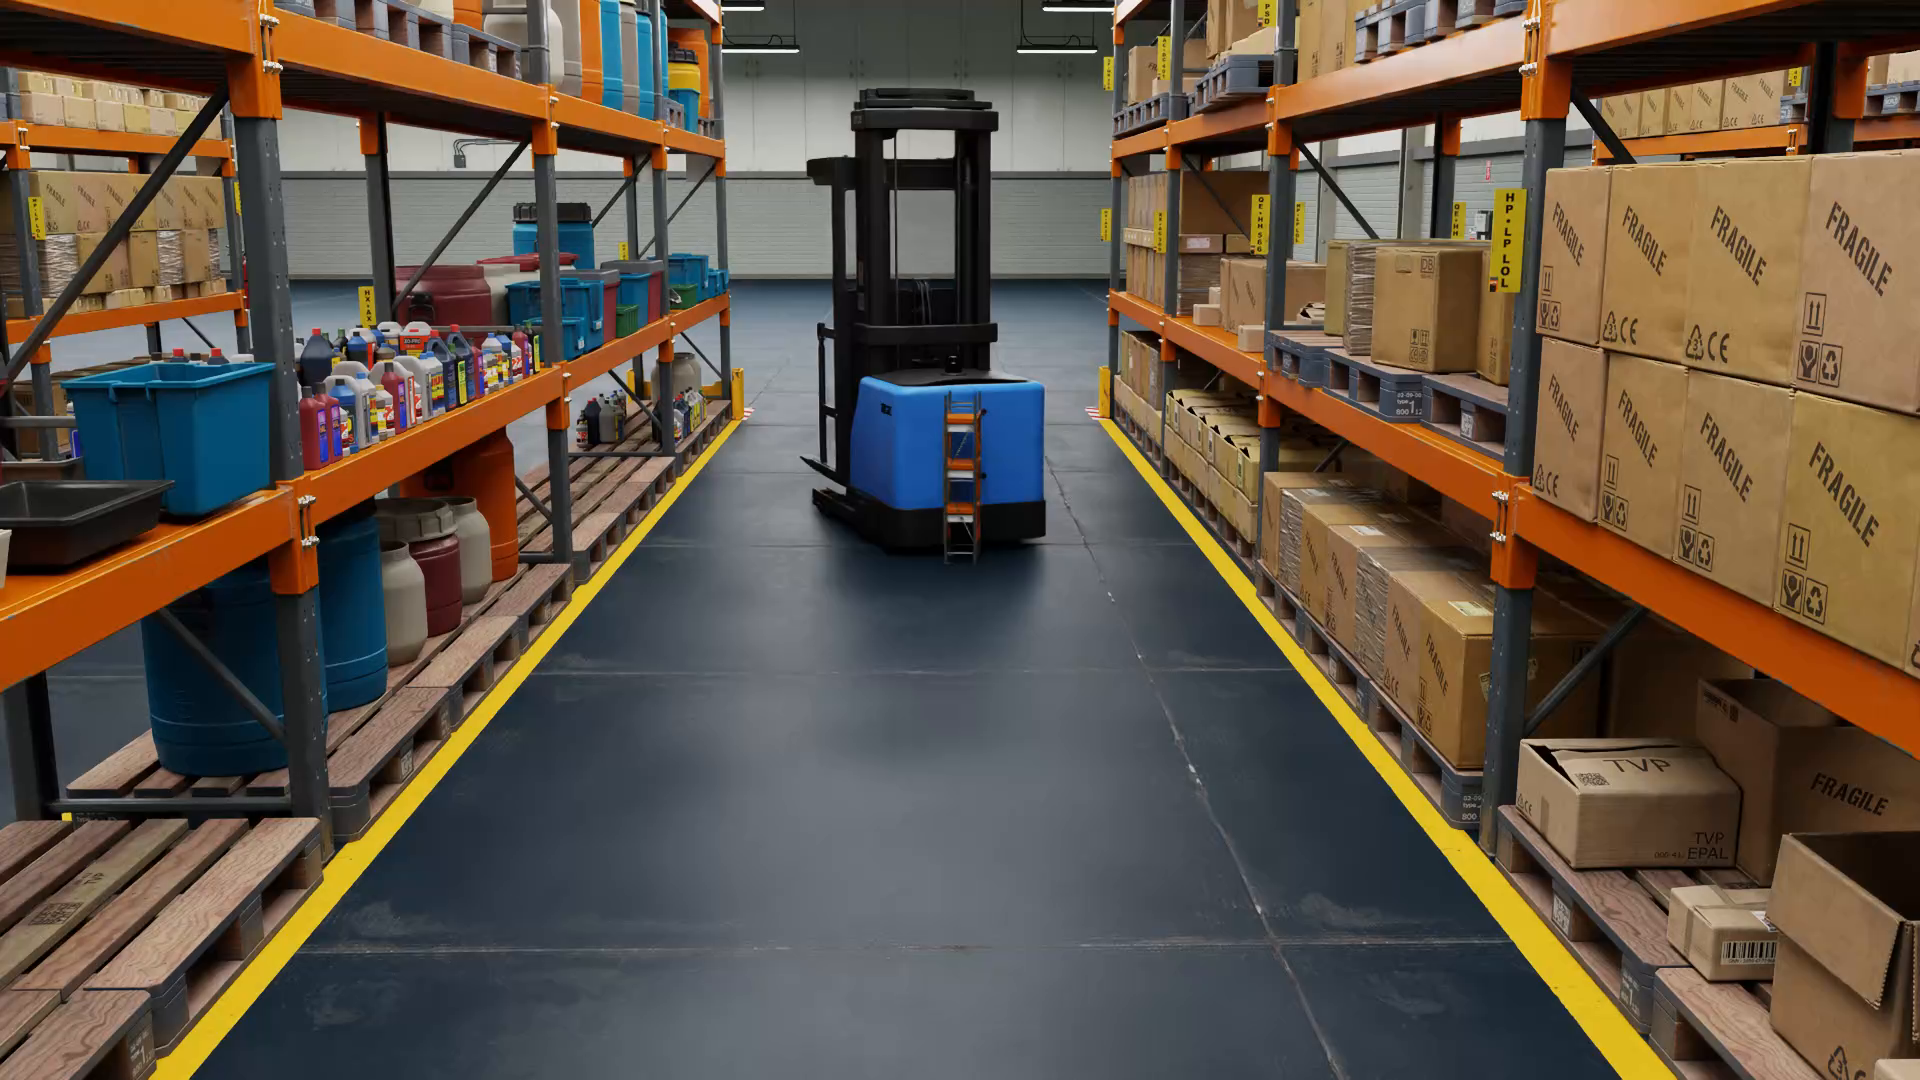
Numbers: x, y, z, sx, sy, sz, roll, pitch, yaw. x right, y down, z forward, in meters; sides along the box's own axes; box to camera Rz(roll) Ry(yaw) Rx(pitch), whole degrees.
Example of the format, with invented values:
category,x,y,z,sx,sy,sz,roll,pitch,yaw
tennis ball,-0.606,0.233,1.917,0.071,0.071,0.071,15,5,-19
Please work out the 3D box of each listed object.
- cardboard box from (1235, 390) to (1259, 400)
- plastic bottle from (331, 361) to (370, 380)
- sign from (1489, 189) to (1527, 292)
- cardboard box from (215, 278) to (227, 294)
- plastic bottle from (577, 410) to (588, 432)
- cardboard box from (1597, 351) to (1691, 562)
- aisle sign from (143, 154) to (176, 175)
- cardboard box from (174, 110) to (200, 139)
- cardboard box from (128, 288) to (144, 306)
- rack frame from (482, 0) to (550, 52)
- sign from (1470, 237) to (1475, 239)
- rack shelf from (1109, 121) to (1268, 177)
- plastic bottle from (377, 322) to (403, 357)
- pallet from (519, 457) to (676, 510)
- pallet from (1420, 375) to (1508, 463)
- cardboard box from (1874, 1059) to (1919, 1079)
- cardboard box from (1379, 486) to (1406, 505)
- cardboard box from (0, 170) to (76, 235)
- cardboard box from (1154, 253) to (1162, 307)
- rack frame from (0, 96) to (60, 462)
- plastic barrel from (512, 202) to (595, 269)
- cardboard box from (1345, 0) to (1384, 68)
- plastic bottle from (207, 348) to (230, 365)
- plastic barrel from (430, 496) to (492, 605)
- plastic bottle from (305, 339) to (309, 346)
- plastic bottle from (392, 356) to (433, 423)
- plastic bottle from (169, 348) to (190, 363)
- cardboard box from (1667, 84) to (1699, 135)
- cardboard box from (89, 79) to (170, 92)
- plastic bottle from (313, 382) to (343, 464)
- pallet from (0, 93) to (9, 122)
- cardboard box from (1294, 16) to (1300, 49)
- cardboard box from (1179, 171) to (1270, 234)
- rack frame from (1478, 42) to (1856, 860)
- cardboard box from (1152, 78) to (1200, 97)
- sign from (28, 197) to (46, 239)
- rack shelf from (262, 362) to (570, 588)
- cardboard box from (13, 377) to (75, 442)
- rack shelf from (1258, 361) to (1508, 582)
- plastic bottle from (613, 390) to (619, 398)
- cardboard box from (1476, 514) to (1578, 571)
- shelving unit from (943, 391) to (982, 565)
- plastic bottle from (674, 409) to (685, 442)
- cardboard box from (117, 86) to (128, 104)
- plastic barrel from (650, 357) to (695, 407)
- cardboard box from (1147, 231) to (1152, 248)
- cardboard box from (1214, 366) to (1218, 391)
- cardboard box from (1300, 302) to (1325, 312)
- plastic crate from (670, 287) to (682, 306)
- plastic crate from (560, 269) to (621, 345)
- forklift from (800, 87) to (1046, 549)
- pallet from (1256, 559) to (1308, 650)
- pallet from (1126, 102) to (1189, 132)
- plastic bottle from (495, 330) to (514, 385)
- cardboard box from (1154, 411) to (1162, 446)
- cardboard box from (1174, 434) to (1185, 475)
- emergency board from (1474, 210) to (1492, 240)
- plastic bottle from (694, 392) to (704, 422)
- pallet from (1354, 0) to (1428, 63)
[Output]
category,x,y,z,sx,sy,sz,roll,pitch,yaw
cardboard box,2.435,-1.036,13.069,0.500,0.311,0.500,0,11,-1
plastic bottle,-2.447,-0.588,6.727,0.152,0.276,0.135,0,11,-1
sign,1.751,-0.956,5.316,0.100,0.325,0.005,0,11,-1
cardboard box,-7.635,-2.558,16.757,0.380,0.149,0.250,0,11,-1
plastic bottle,-3.152,-0.941,13.879,0.061,0.283,0.133,0,11,2
cardboard box,2.057,-0.237,4.429,0.500,0.500,0.500,0,11,0
aisle sign,-8.148,-4.022,16.803,0.394,0.787,0.004,0,11,-1
cardboard box,-7.570,-3.940,15.767,0.500,0.250,0.500,0,11,-1
cardboard box,-7.512,-2.161,14.799,0.380,0.149,0.250,0,11,-1
rack frame,-2.730,-4.107,8.672,1.000,3.000,0.127,0,11,-1
sign,7.844,-4.475,25.481,0.001,0.329,0.234,0,11,-1
rack shelf,2.099,-3.497,15.017,1.077,0.370,4.000,0,11,-1
plastic bottle,-3.044,-1.019,8.850,0.152,0.276,0.135,0,11,-1
pallet,-2.757,-0.440,12.696,1.003,0.211,1.213,0,11,-1
pallet,2.398,-0.457,6.250,1.003,0.211,1.213,0,11,-1
cardboard box,2.141,1.239,3.215,0.500,0.250,0.500,0,11,-1
cardboard box,2.477,0.008,8.658,0.500,0.500,0.500,0,11,1
cardboard box,-7.519,-2.717,13.395,0.500,0.500,0.500,0,11,-1
cardboard box,2.101,-2.324,14.717,0.700,0.500,0.500,0,11,0
rack frame,-7.764,-1.942,13.087,1.000,3.000,0.127,0,11,-1
plastic barrel,-3.107,-2.130,12.753,0.600,0.901,0.708,0,11,-1
cardboard box,2.287,-2.415,7.621,0.910,0.500,0.500,0,11,-1
plastic bottle,-2.853,-0.567,6.432,0.144,0.351,0.185,0,11,-1
plastic barrel,-2.601,0.055,8.444,0.421,0.512,0.421,0,11,0
plastic bottle,-3.050,-0.810,7.831,0.097,0.271,0.097,0,11,0
plastic bottle,-2.300,-0.635,6.957,0.152,0.276,0.135,0,11,-1
plastic bottle,-2.997,-0.566,6.429,0.144,0.351,0.185,0,11,-1
cardboard box,6.789,-3.943,15.105,0.500,0.500,0.500,0,11,2
cardboard box,-7.562,-4.340,15.106,0.500,0.500,0.500,0,11,-1
plastic bottle,-2.231,-0.416,5.859,0.061,0.283,0.133,0,11,-1
pallet,-7.858,-3.197,12.201,1.213,0.211,1.003,0,11,-1
cardboard box,2.157,-2.879,9.483,0.500,0.250,0.500,-1,12,-5
cardboard box,2.125,-2.755,13.580,0.700,0.500,0.500,0,11,-1
rack frame,2.305,-0.392,5.446,1.000,3.000,0.127,0,11,-1
cardboard box,1.842,-3.842,14.132,0.380,0.149,0.250,0,11,-1
sign,-7.209,-2.512,12.987,0.100,0.325,0.005,0,11,-1
rack shelf,-2.688,-0.417,7.380,1.077,0.370,4.000,0,11,-1
cardboard box,-7.752,-1.116,14.248,0.500,0.500,0.500,4,12,17
rack shelf,2.264,-0.437,7.477,1.077,0.370,4.000,0,11,-1
plastic bottle,-3.183,-1.235,15.328,0.061,0.283,0.133,0,11,0
cardboard box,2.518,-0.046,7.035,0.500,0.250,0.500,0,11,-1
shelving unit,0.016,-0.389,10.331,0.215,1.050,0.252,1,11,6
plastic bottle,-2.415,-0.972,14.052,0.152,0.276,0.135,0,11,1
cardboard box,-7.567,-3.910,14.618,0.380,0.149,0.250,0,11,0
plastic barrel,-2.795,-1.514,16.178,0.421,0.512,0.421,0,11,0
cardboard box,1.887,-2.707,14.976,0.380,0.149,0.250,0,11,1
cardboard box,2.425,-1.401,14.392,0.500,0.500,0.500,0,11,-1
cardboard box,2.398,-1.322,10.254,0.500,0.311,0.500,0,11,-2
plastic crate,-2.696,-2.037,13.709,0.767,0.338,0.504,0,11,-1
plastic crate,-2.457,-1.521,10.852,0.402,0.464,0.583,0,11,-1
forklift,-0.432,-1.633,11.739,1.130,2.935,3.031,-4,12,-20
pallet,2.200,0.328,8.910,1.003,0.211,1.213,0,11,-1
pallet,2.074,-3.820,15.023,1.003,0.211,1.213,0,11,-1
plastic bottle,-2.302,-0.918,8.363,0.097,0.271,0.097,0,11,0
cardboard box,1.912,-0.932,13.966,0.500,0.250,0.500,0,11,-1
cardboard box,1.910,-0.657,12.615,0.500,0.250,0.500,0,11,0
emergency board,7.752,-4.347,24.940,0.194,1.169,0.643,0,11,-1
plastic bottle,-2.441,-1.225,15.296,0.152,0.276,0.135,0,11,-1
pallet,2.338,-2.106,6.823,1.213,0.211,1.003,0,11,-1
